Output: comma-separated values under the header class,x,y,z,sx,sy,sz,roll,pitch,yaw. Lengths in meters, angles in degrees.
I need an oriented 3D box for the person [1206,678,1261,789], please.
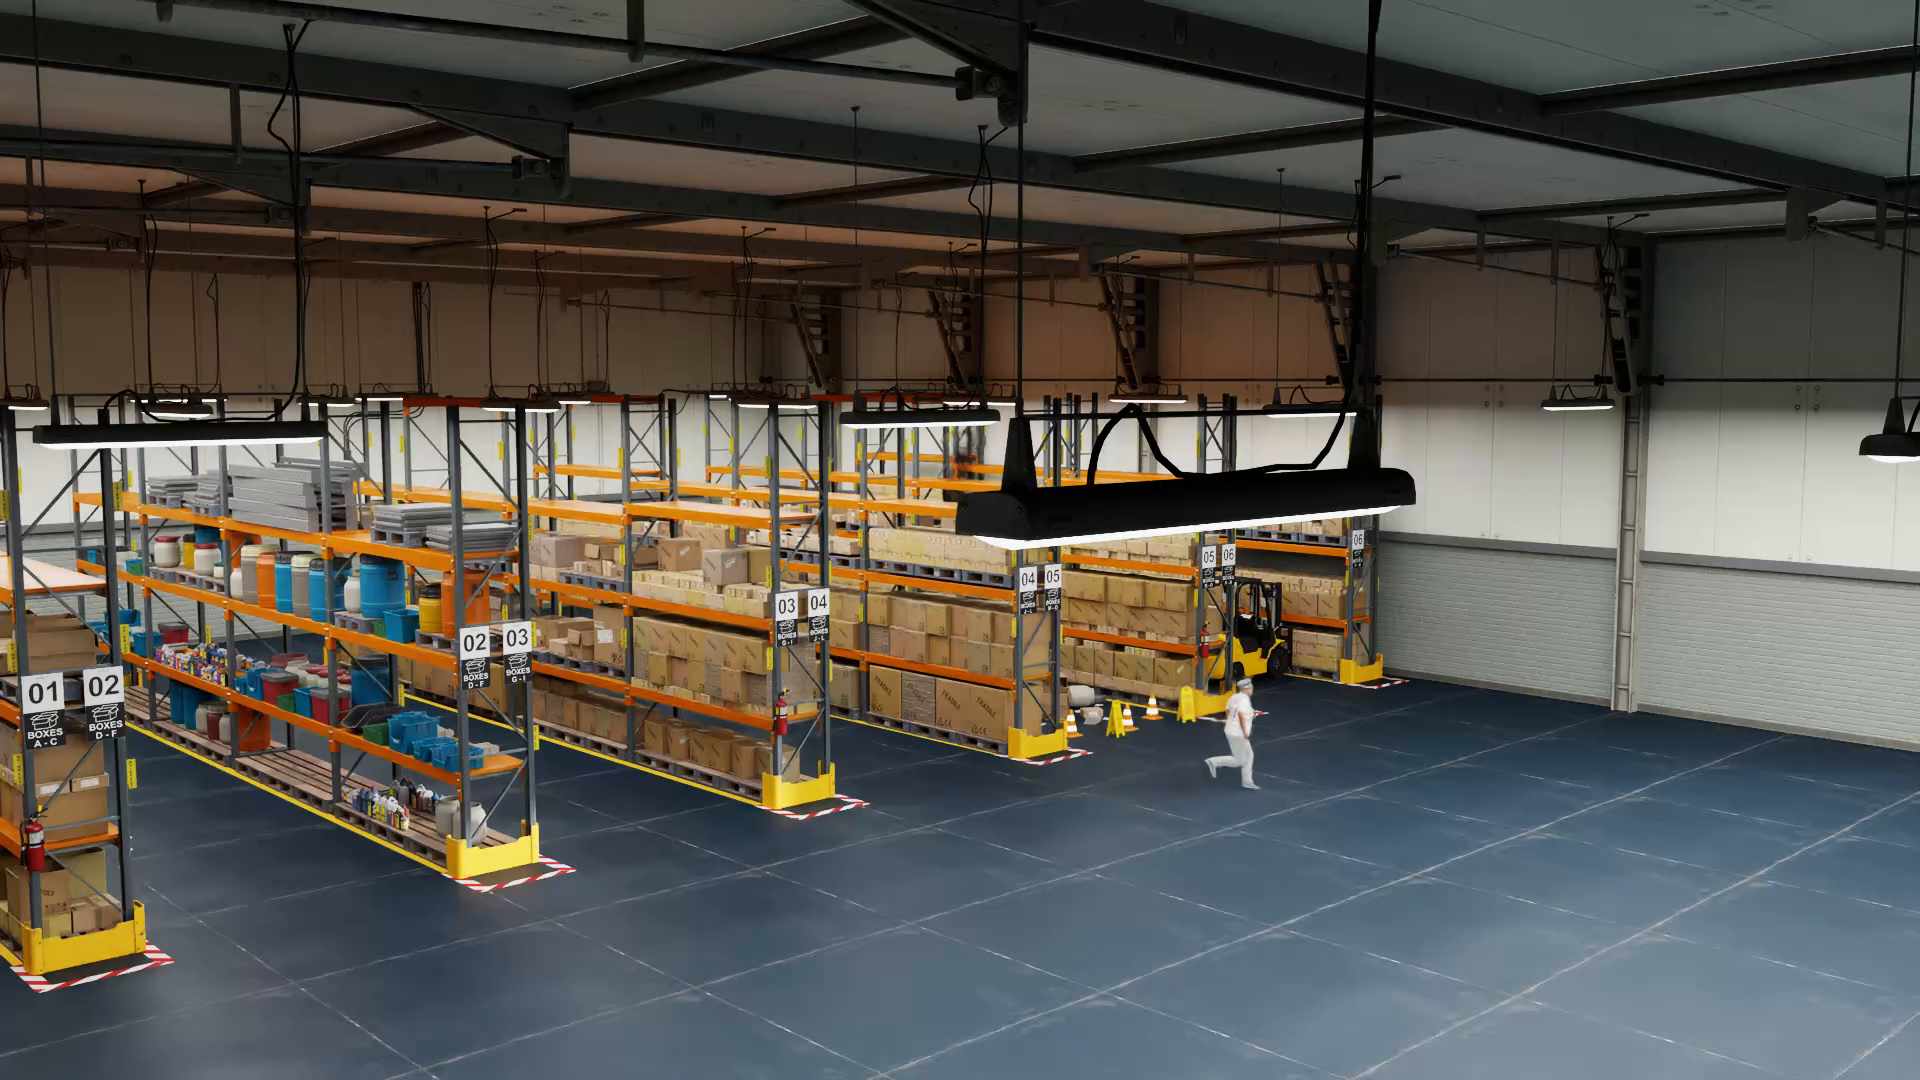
class,x,y,z,sx,sy,sz,roll,pitch,yaw
person,4.232,3.014,25.713,0.893,1.768,0.671,0,6,-4
